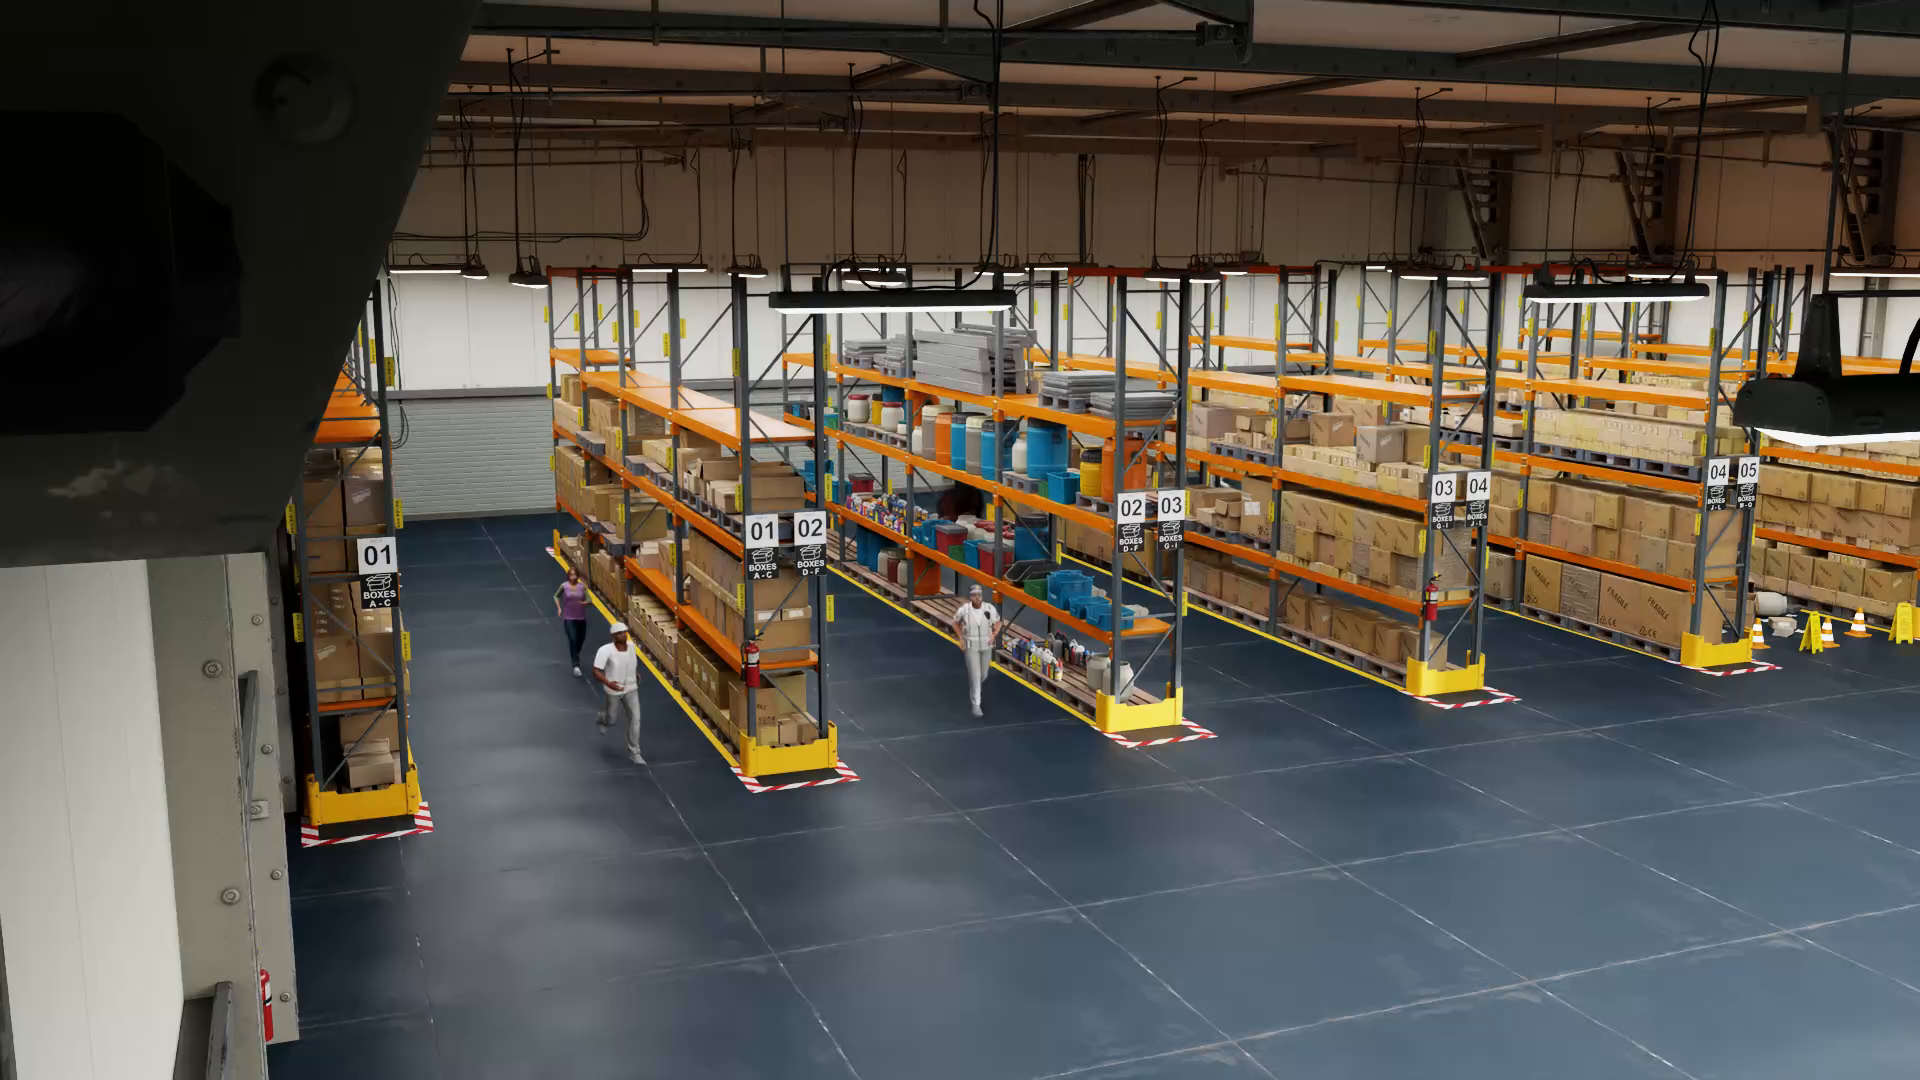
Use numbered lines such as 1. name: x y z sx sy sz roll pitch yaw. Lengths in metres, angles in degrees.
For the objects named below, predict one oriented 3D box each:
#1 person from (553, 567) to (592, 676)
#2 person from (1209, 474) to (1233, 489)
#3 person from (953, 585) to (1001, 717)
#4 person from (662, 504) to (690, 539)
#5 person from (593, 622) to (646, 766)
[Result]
1. person: -5.825 1.190 25.111 0.537 1.585 0.893 -4 11 -23
2. person: 6.566 -1.821 42.014 0.816 1.779 0.646 -3 10 -15
3. person: 0.243 1.482 23.084 0.660 1.812 0.821 -2 10 -11
4. person: -5.968 -0.583 34.967 0.741 1.730 0.913 -7 12 -36
5. person: -4.293 1.890 20.902 0.672 1.757 1.091 -7 12 -34
